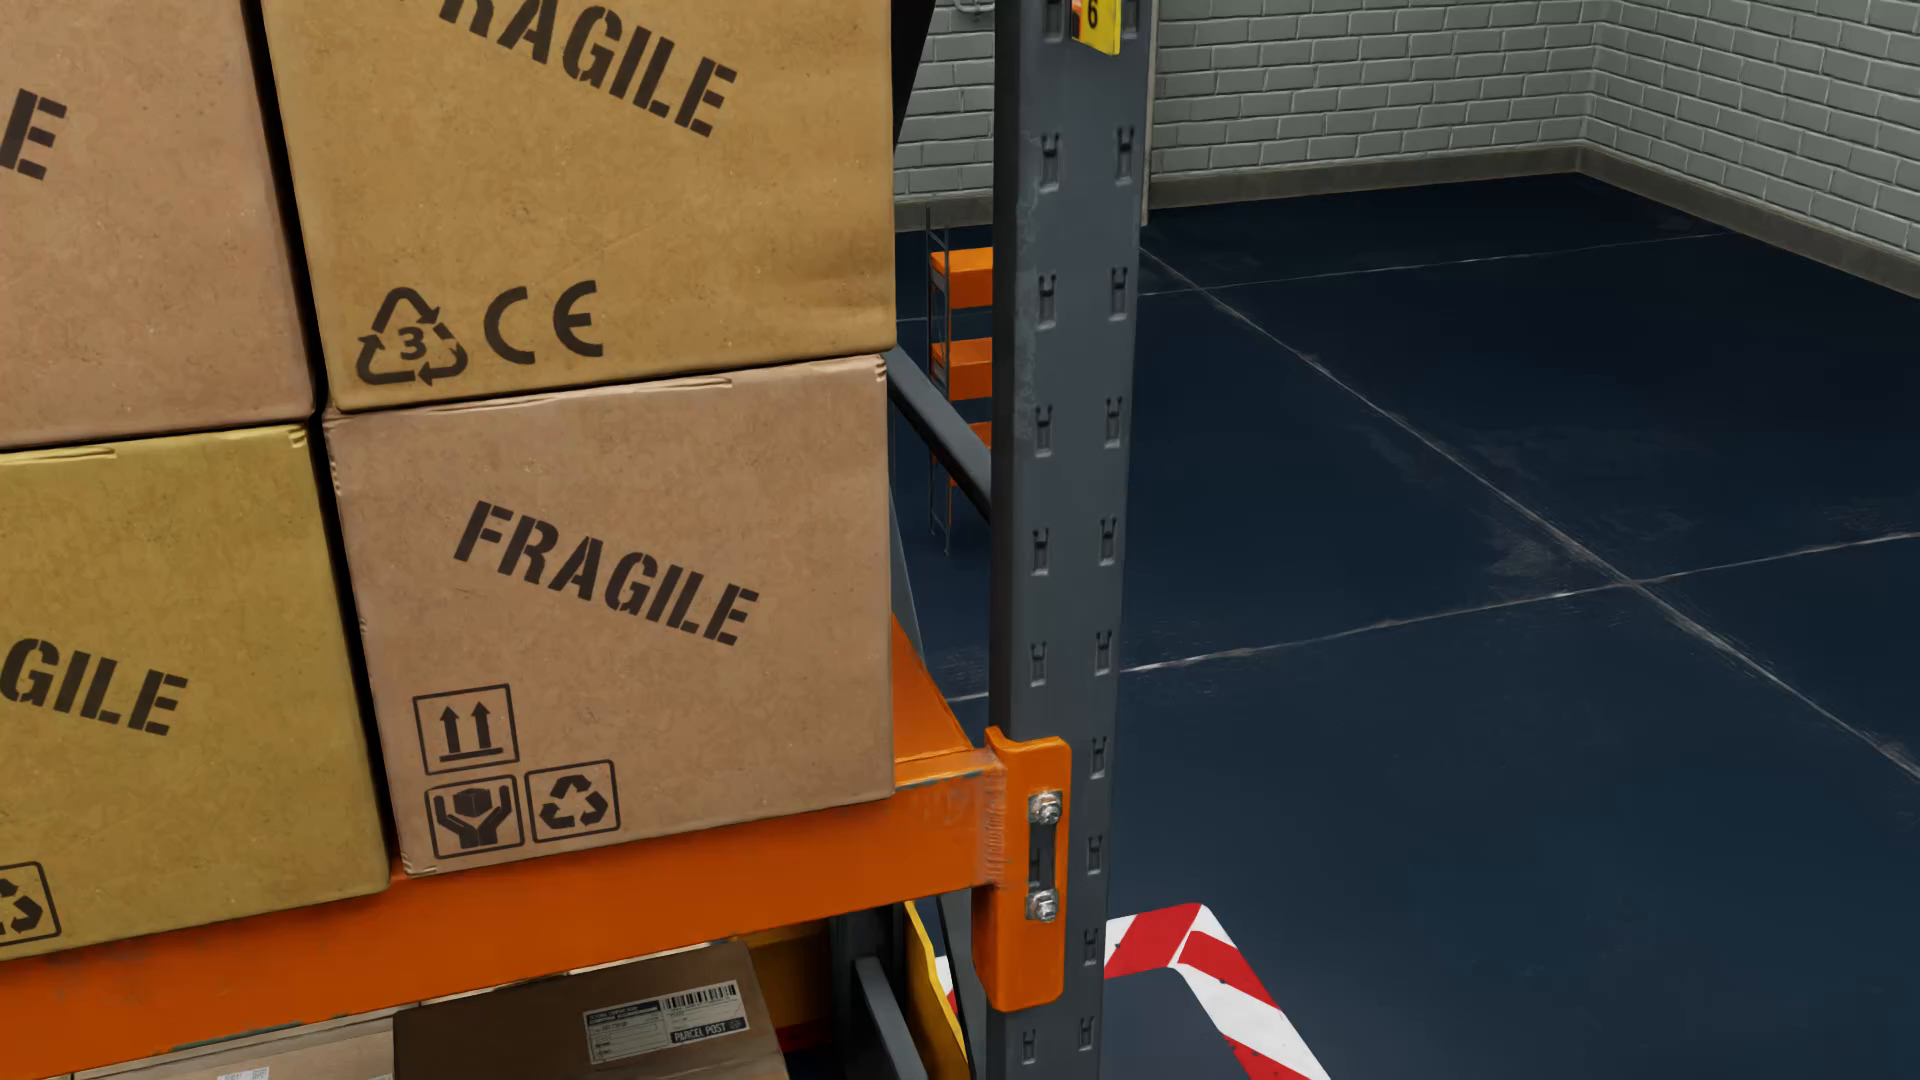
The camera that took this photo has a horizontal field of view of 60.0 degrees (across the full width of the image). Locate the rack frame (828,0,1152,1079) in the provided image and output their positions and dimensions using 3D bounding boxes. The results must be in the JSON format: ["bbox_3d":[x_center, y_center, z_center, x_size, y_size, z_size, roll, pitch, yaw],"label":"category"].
[{"bbox_3d":[-0.036,-0.154,2.186,0.127,3.000,1.000,-8,28,-16],"label":"rack frame"}]

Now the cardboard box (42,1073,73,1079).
[{"bbox_3d":[-1.591,0.973,2.513,0.500,0.250,0.500,-8,28,-16],"label":"cardboard box"}]

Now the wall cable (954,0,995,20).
[{"bbox_3d":[-0.648,-3.279,7.339,1.851,1.984,0.084,-8,28,-16],"label":"wall cable"}]

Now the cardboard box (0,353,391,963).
[{"bbox_3d":[-0.869,0.051,1.661,0.500,0.500,0.500,-8,28,-16],"label":"cardboard box"}]

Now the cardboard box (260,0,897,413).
[{"bbox_3d":[-0.374,-0.469,1.584,0.500,0.500,0.500,-8,28,-17],"label":"cardboard box"}]

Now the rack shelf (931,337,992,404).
[{"bbox_3d":[0.051,-0.468,5.036,0.240,0.259,0.215,-8,28,-16],"label":"rack shelf"}]

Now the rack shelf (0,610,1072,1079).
[{"bbox_3d":[-1.937,0.444,1.791,4.000,0.370,1.077,-8,28,-16],"label":"rack shelf"}]

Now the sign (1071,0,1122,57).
[{"bbox_3d":[0.117,-0.576,1.380,0.005,0.325,0.100,-8,28,-16],"label":"sign"}]

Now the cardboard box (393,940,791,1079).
[{"bbox_3d":[-0.476,0.948,2.284,0.500,0.500,0.500,-8,28,-16],"label":"cardboard box"}]

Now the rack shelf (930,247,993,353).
[{"bbox_3d":[0.051,-0.722,4.910,0.240,0.259,0.215,-8,28,-16],"label":"rack shelf"}]

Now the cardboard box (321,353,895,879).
[{"bbox_3d":[-0.377,-0.022,1.808,0.500,0.500,0.500,-7,27,-15],"label":"cardboard box"}]

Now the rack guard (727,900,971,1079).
[{"bbox_3d":[-0.108,0.976,2.721,0.348,0.500,1.175,-8,28,-16],"label":"rack guard"}]

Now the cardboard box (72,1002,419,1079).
[{"bbox_3d":[-1.116,0.905,2.652,0.500,0.250,0.500,-8,28,-16],"label":"cardboard box"}]

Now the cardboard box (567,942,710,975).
[{"bbox_3d":[-0.540,0.839,2.899,0.250,0.149,0.380,-8,28,-16],"label":"cardboard box"}]

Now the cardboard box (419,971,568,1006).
[{"bbox_3d":[-0.778,0.865,2.826,0.250,0.166,0.380,-8,28,-16],"label":"cardboard box"}]

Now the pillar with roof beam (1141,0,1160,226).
[{"bbox_3d":[2.059,-3.852,2.889,0.400,9.000,9.100,-8,28,-16],"label":"pillar with roof beam"}]

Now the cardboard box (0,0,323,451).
[{"bbox_3d":[-0.854,-0.399,1.443,0.500,0.500,0.500,-7,27,-15],"label":"cardboard box"}]

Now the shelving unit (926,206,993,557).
[{"bbox_3d":[0.051,-0.478,5.031,0.252,1.050,0.215,-8,28,-16],"label":"shelving unit"}]

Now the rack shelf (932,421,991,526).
[{"bbox_3d":[0.051,-0.219,5.160,0.240,0.259,0.215,-8,28,-16],"label":"rack shelf"}]

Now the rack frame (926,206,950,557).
[{"bbox_3d":[-0.065,-0.461,4.998,0.008,1.050,0.200,-8,28,-16],"label":"rack frame"}]
